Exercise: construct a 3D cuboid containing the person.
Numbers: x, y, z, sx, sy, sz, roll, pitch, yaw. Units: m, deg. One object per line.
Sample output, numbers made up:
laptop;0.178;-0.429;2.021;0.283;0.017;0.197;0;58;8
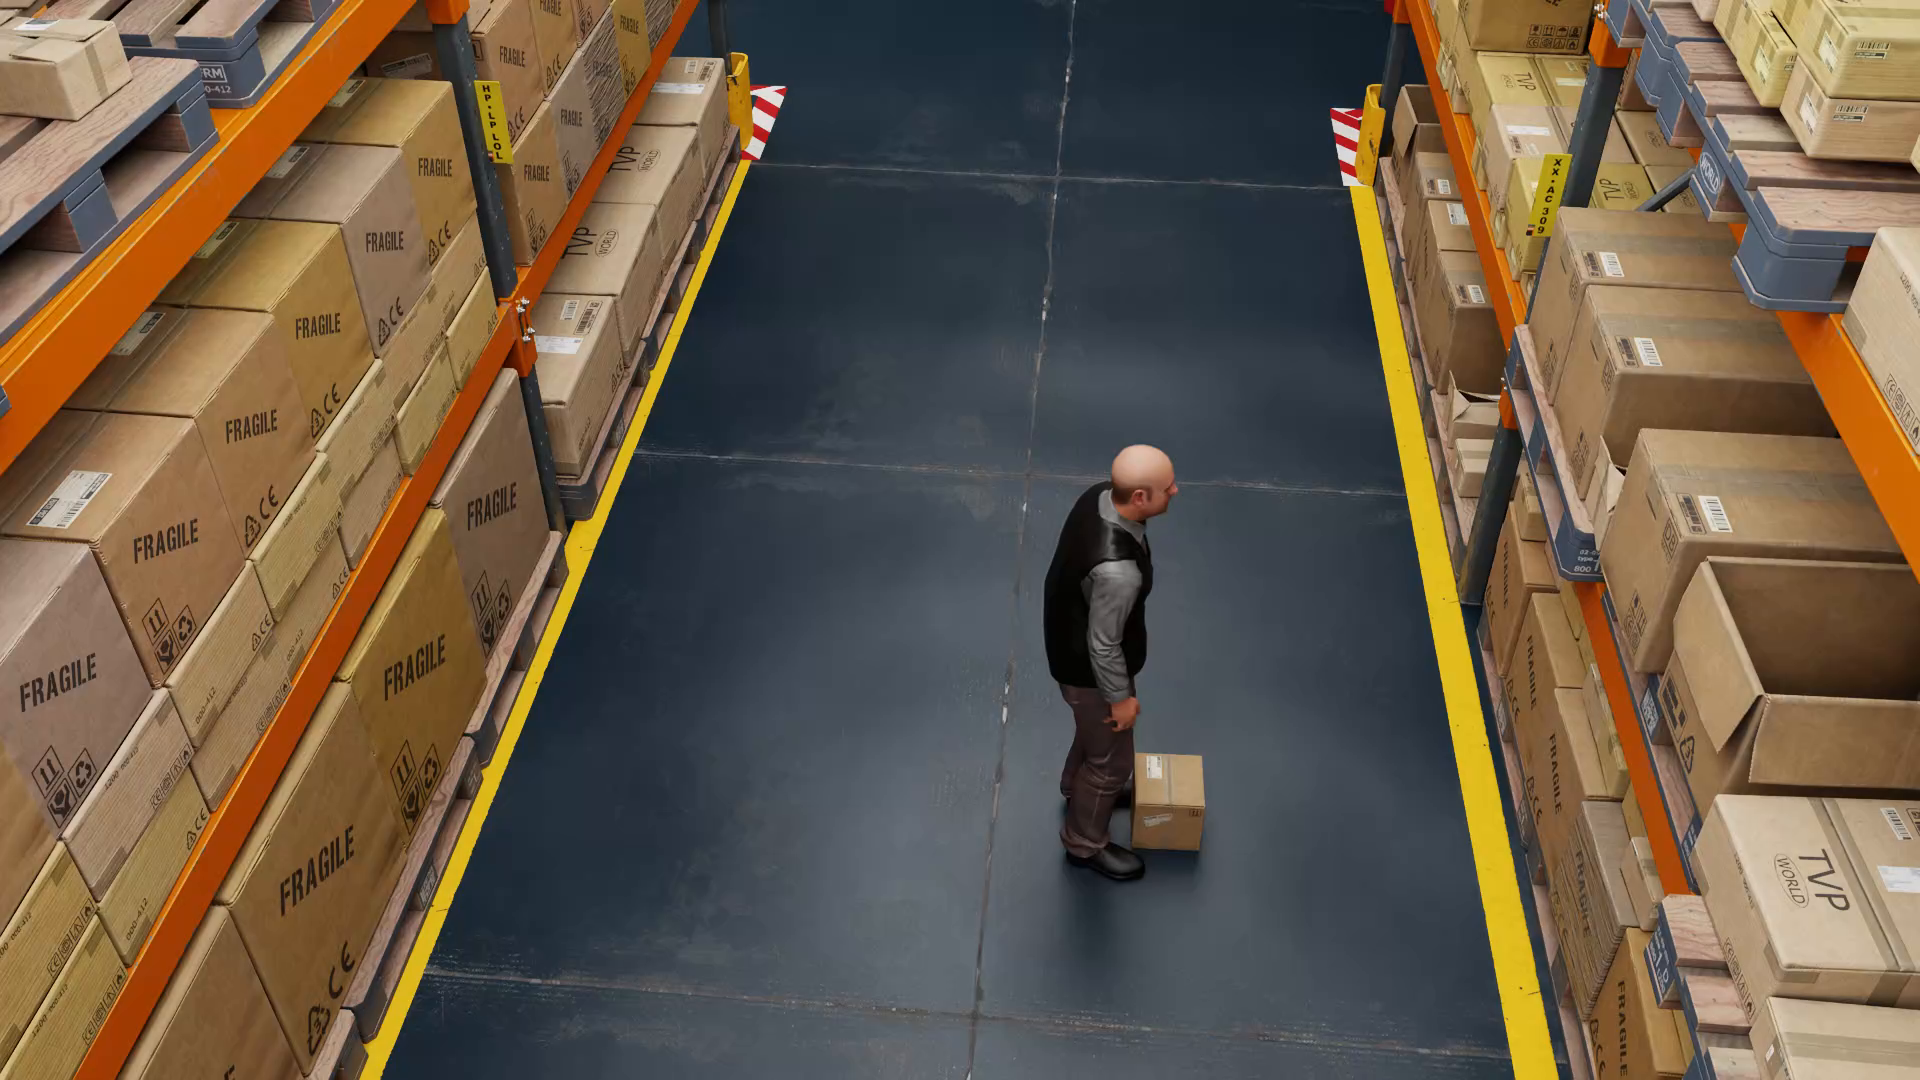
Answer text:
person;0.487;0.390;5.706;0.413;1.721;0.589;2;40;3
